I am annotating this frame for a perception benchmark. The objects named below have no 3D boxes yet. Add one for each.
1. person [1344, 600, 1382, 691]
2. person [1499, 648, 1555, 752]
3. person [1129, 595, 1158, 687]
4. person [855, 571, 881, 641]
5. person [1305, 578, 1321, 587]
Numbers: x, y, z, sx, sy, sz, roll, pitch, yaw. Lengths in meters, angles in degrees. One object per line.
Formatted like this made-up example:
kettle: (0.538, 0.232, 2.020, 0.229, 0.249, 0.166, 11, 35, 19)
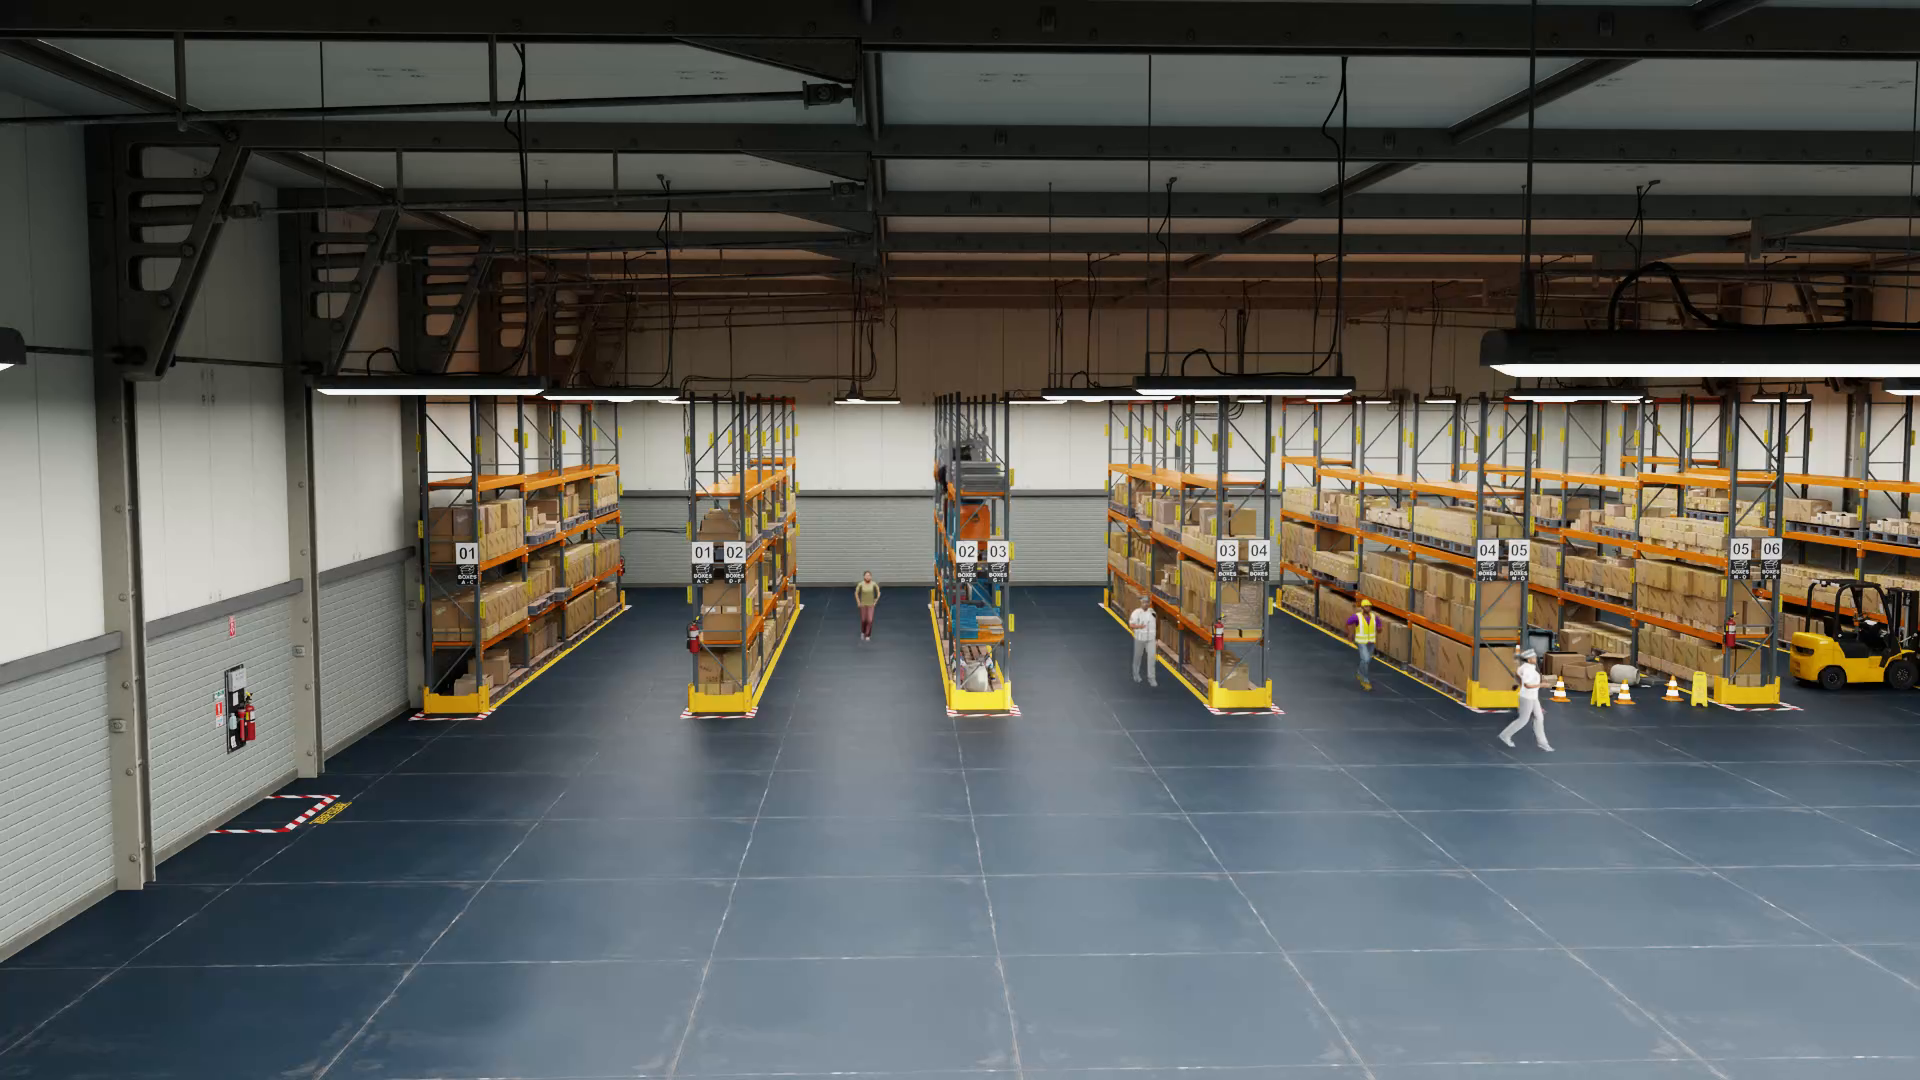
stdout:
person: (8.256, 2.114, 33.866, 0.685, 1.806, 0.871, -1, 5, -15)
person: (9.428, 2.647, 27.617, 0.883, 1.721, 0.574, 2, 5, 28)
person: (3.705, 1.993, 33.344, 0.659, 1.807, 0.967, -1, 5, -11)
person: (-2.136, 1.530, 38.719, 0.594, 1.635, 0.504, -1, 5, -8)
person: (10.391, 0.976, 49.093, 0.742, 1.668, 0.605, 4, 6, 41)
